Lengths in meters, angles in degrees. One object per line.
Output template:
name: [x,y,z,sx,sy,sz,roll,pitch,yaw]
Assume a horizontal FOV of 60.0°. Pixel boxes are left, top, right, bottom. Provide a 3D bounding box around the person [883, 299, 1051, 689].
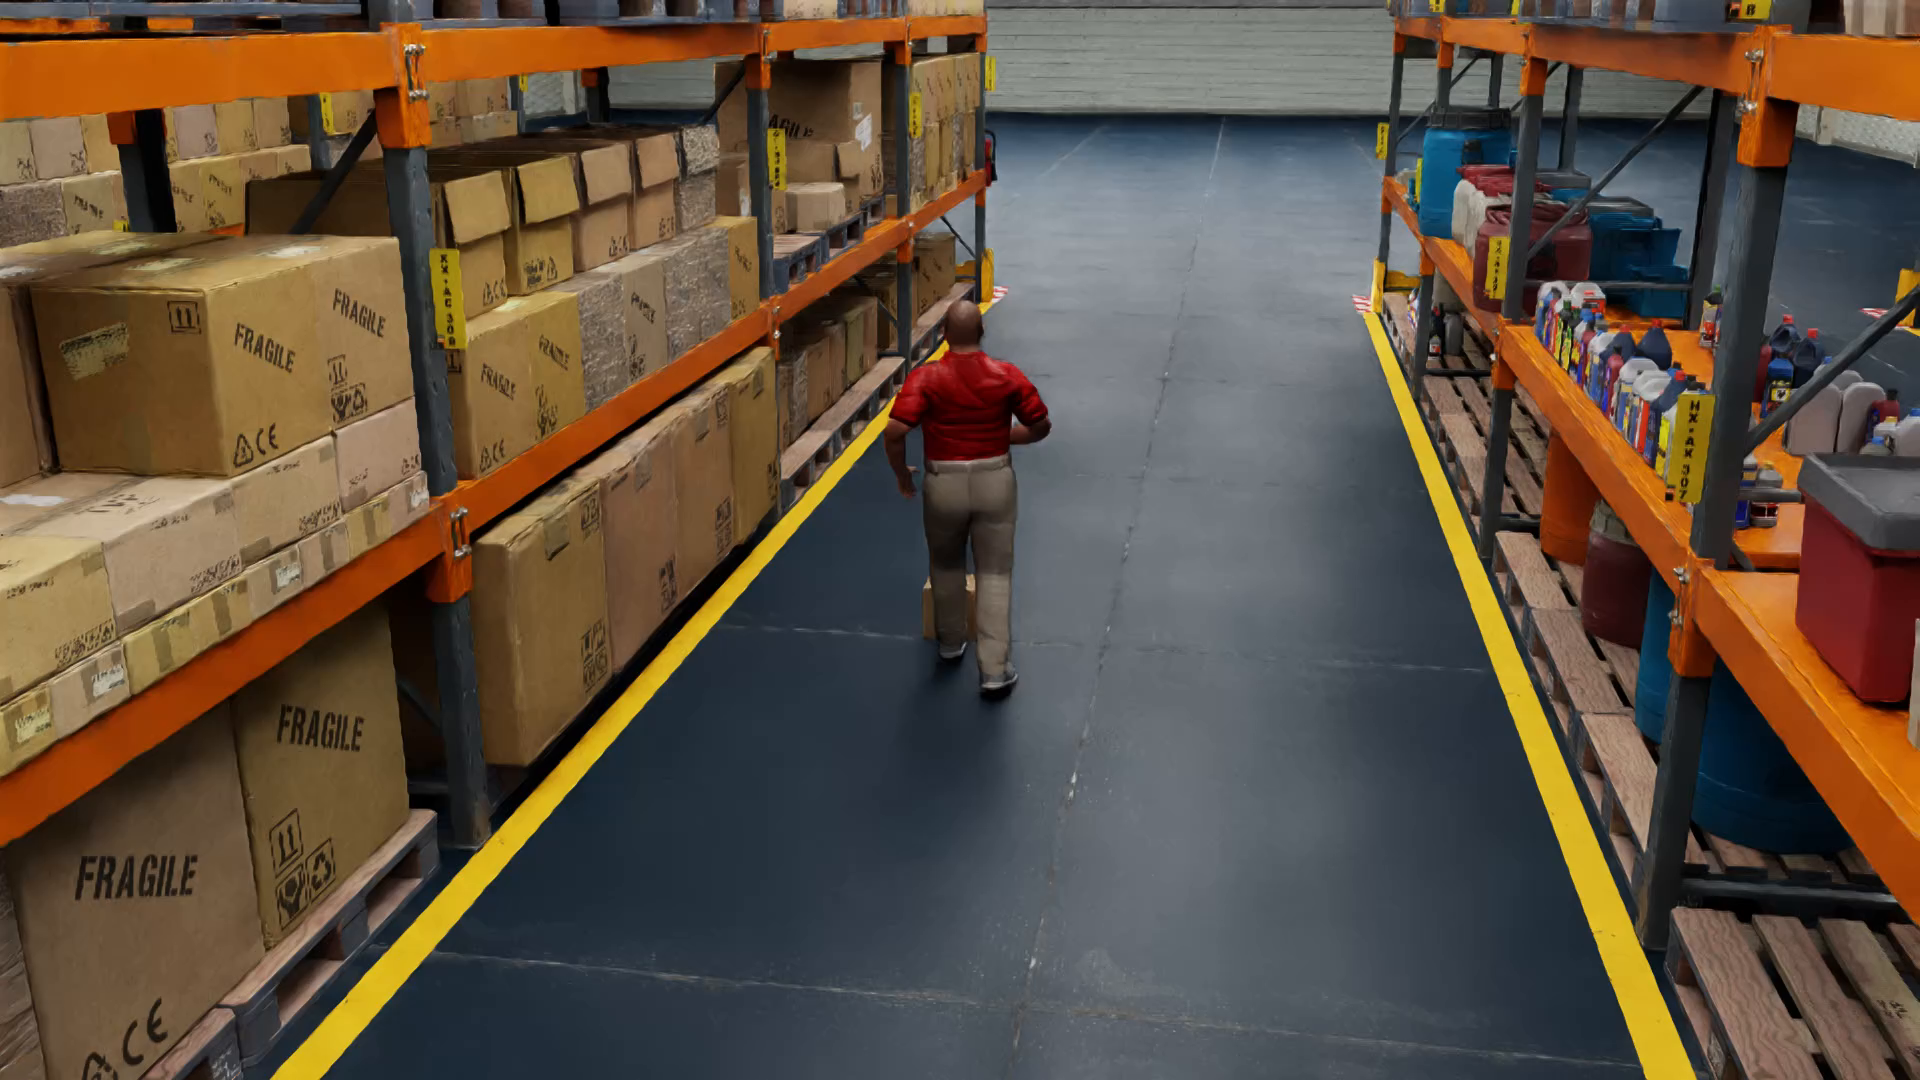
person: [0.027,-0.226,7.290,0.710,1.727,0.750,0,18,-1]
